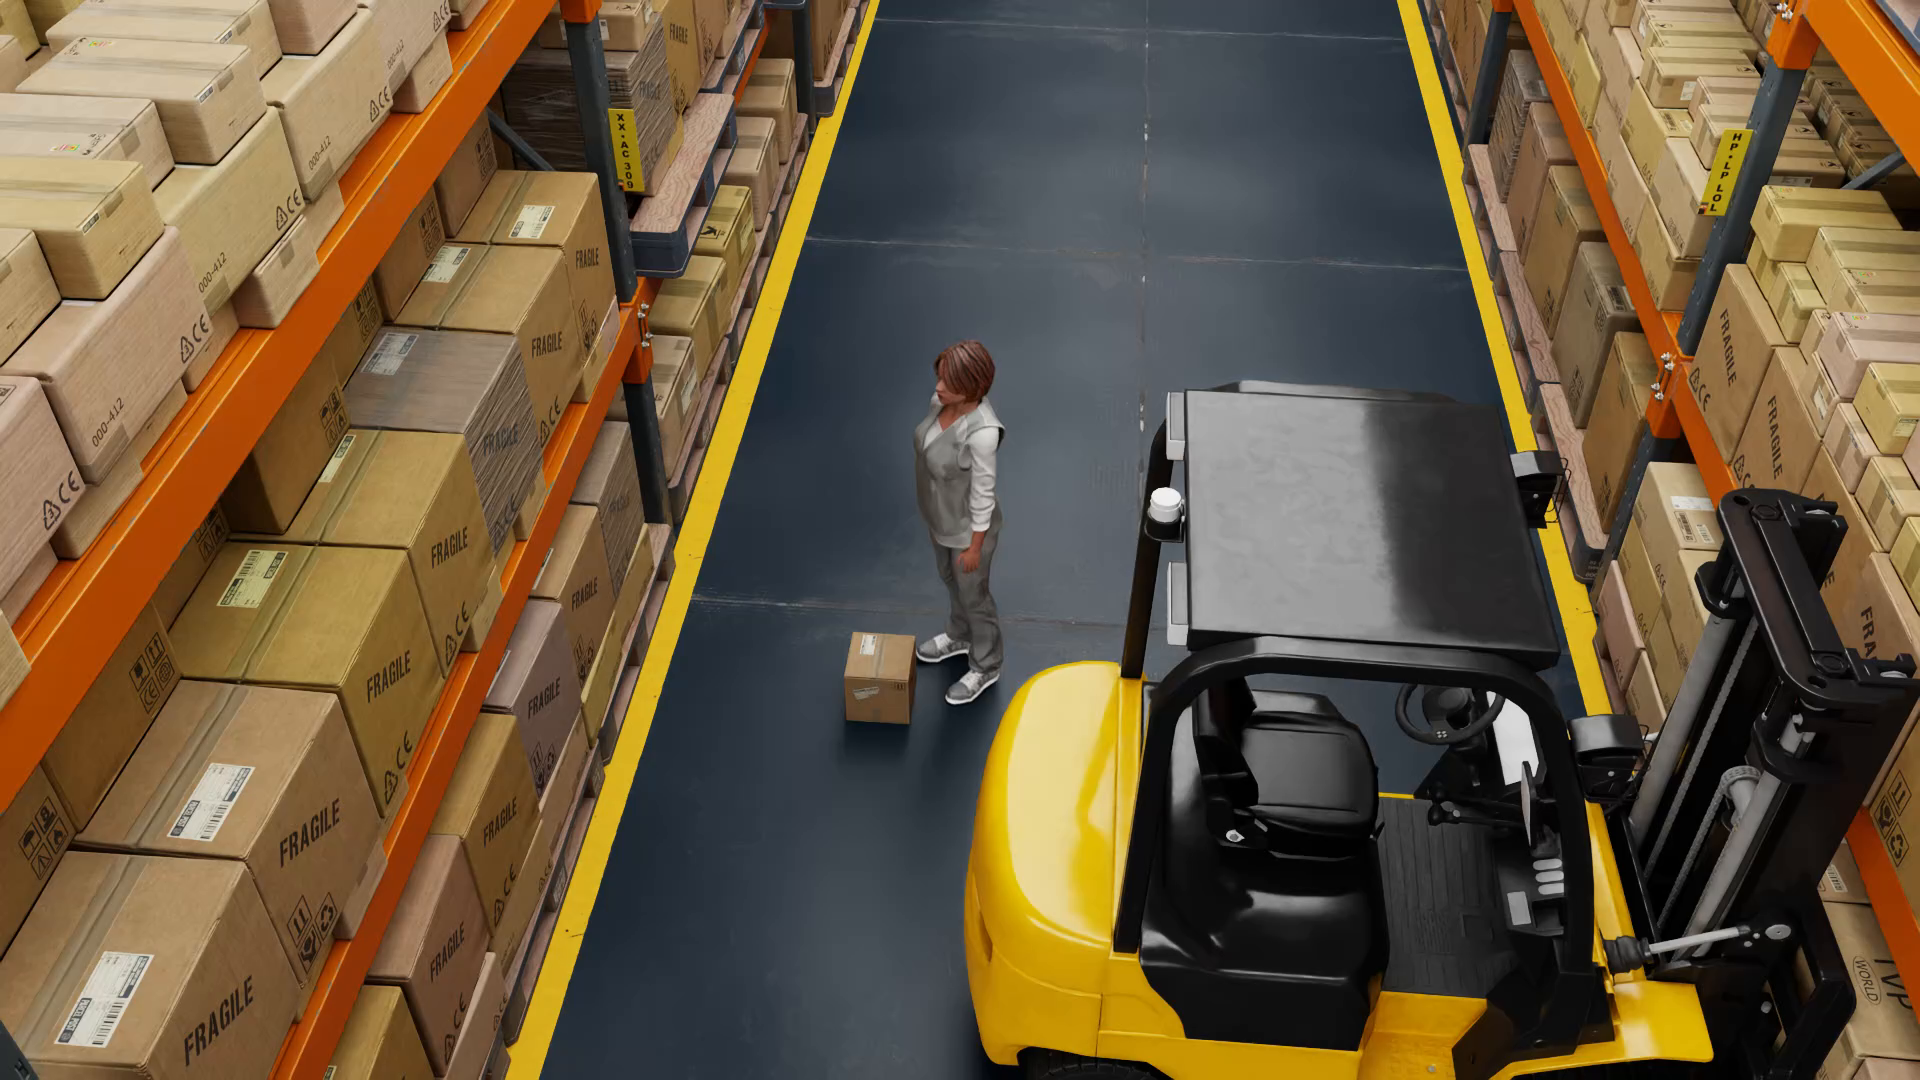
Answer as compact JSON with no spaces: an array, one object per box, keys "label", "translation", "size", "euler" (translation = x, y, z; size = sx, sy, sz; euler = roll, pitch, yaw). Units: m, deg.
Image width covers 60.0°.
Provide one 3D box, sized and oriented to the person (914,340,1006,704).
[{"label":"person","translation":[0.008,-0.062,6.228],"size":[0.317,1.601,0.404],"euler":[-16,43,-17]}]
